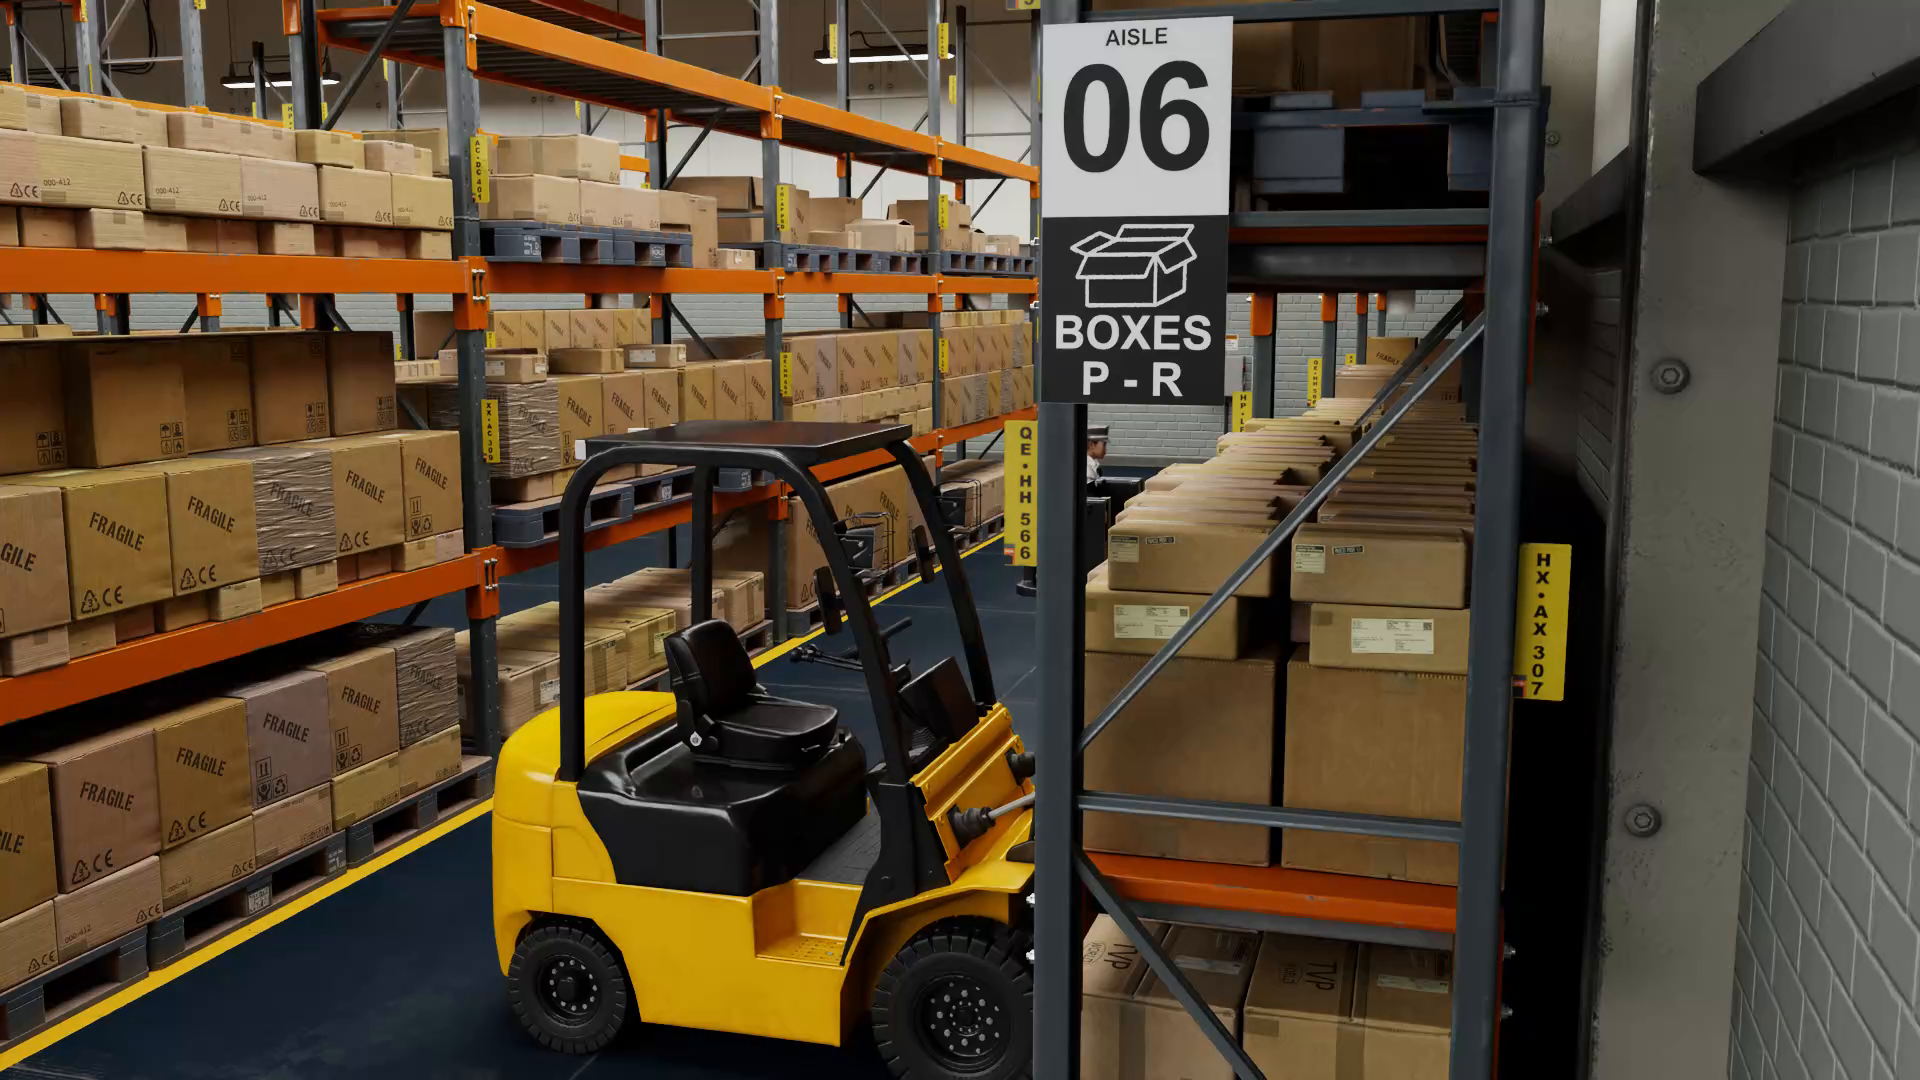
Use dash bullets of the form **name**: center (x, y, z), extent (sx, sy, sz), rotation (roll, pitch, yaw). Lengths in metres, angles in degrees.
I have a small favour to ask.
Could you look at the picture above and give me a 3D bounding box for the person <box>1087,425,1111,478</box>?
- **person**: center (0.951, -0.045, 12.646), extent (0.375, 1.659, 0.527), rotation (2, 9, 14)
